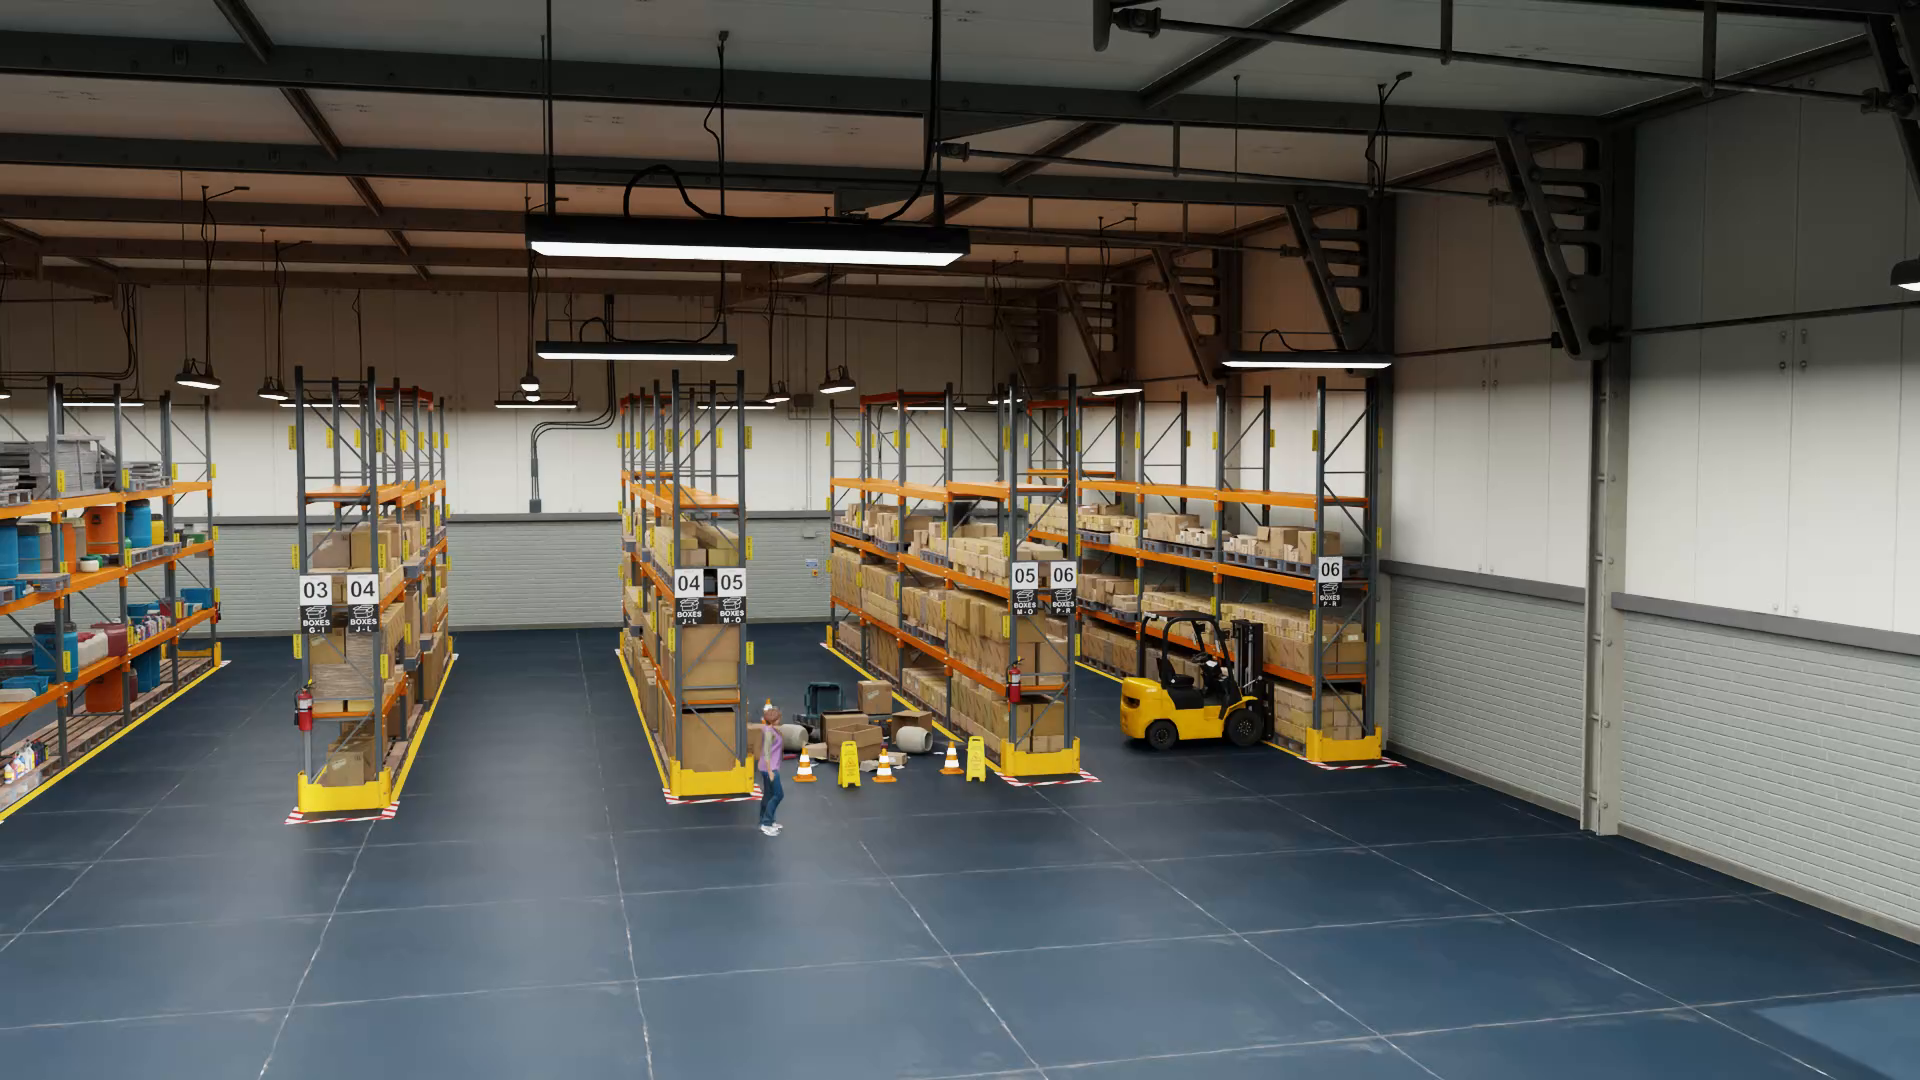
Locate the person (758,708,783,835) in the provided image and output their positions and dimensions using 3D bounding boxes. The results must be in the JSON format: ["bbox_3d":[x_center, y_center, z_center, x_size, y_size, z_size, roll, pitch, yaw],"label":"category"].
[{"bbox_3d":[-2.425,2.971,21.304,0.319,1.574,0.456,0,3,-6],"label":"person"}]
